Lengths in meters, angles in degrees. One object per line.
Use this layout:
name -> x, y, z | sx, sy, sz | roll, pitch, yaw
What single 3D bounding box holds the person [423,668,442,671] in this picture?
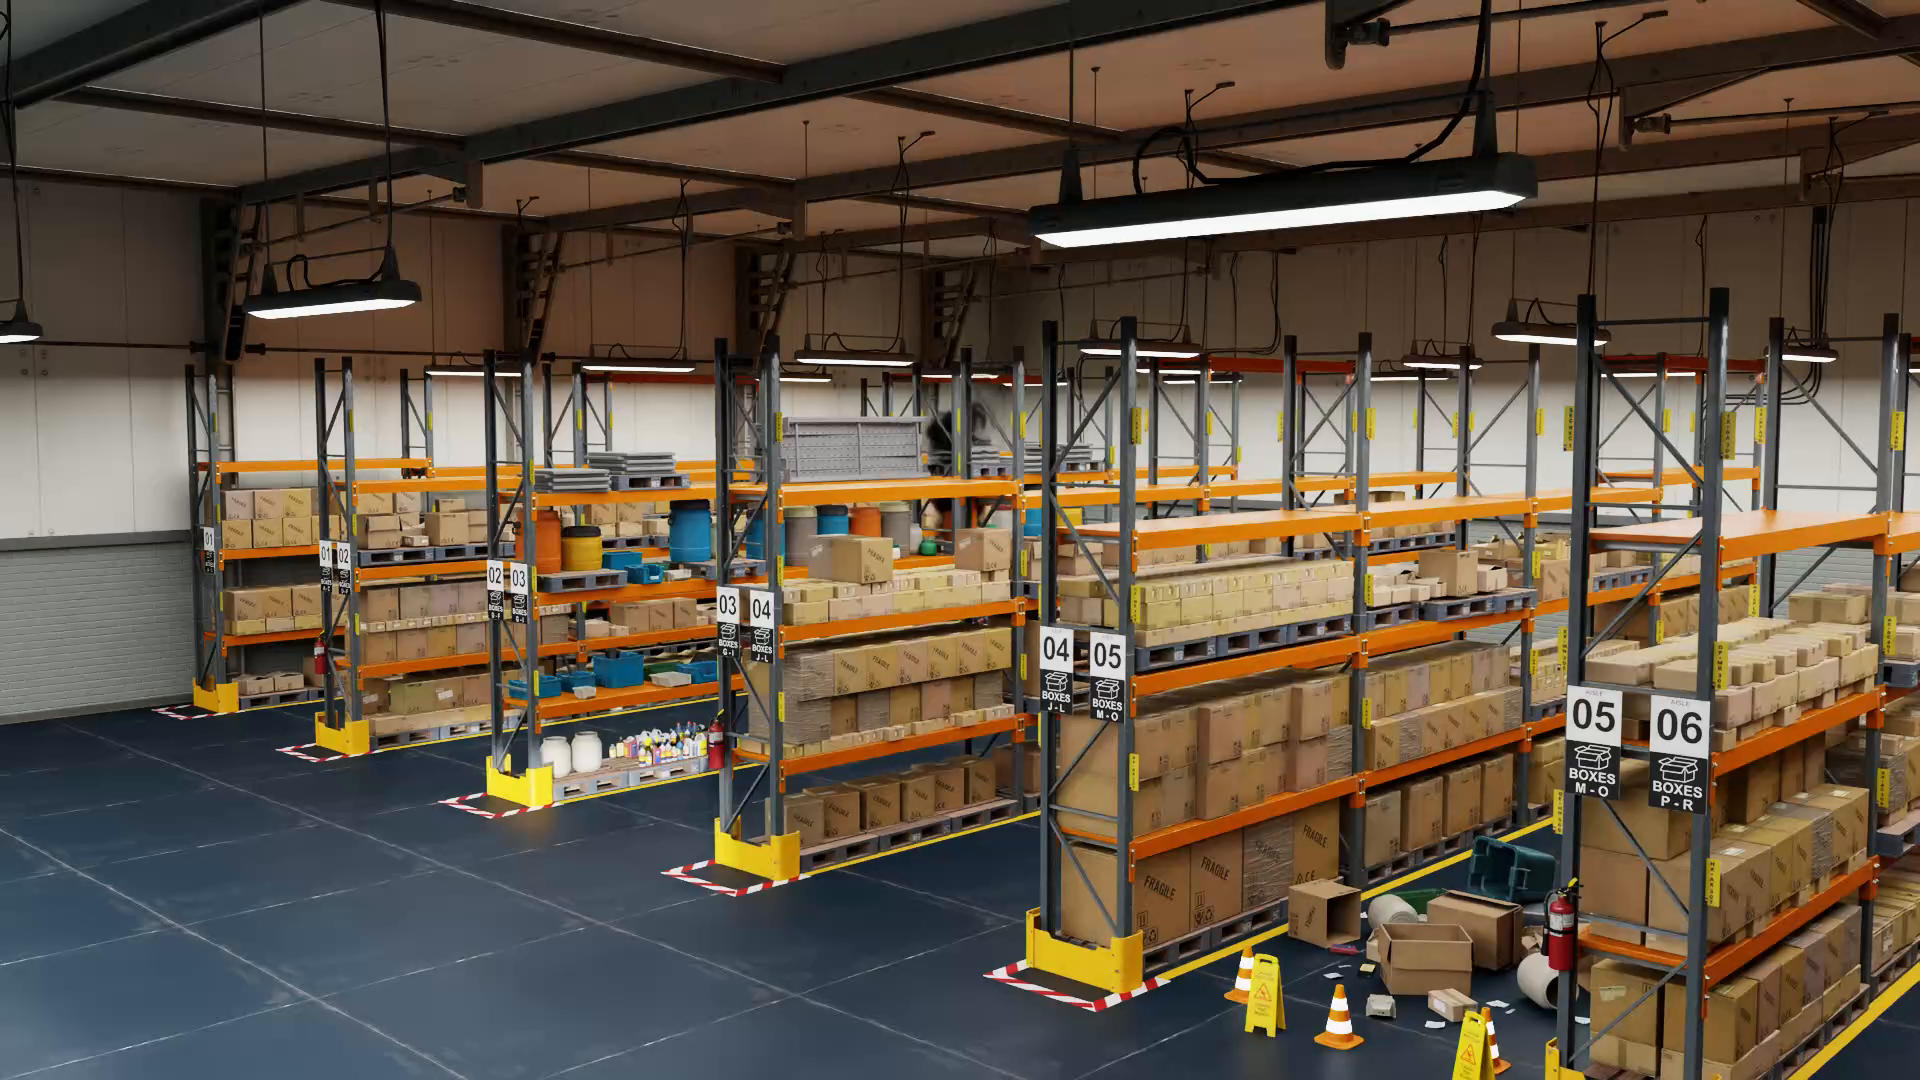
person -> -8.892, 2.134, 28.223 | 0.699, 1.766, 0.927 | 4, 6, 40
